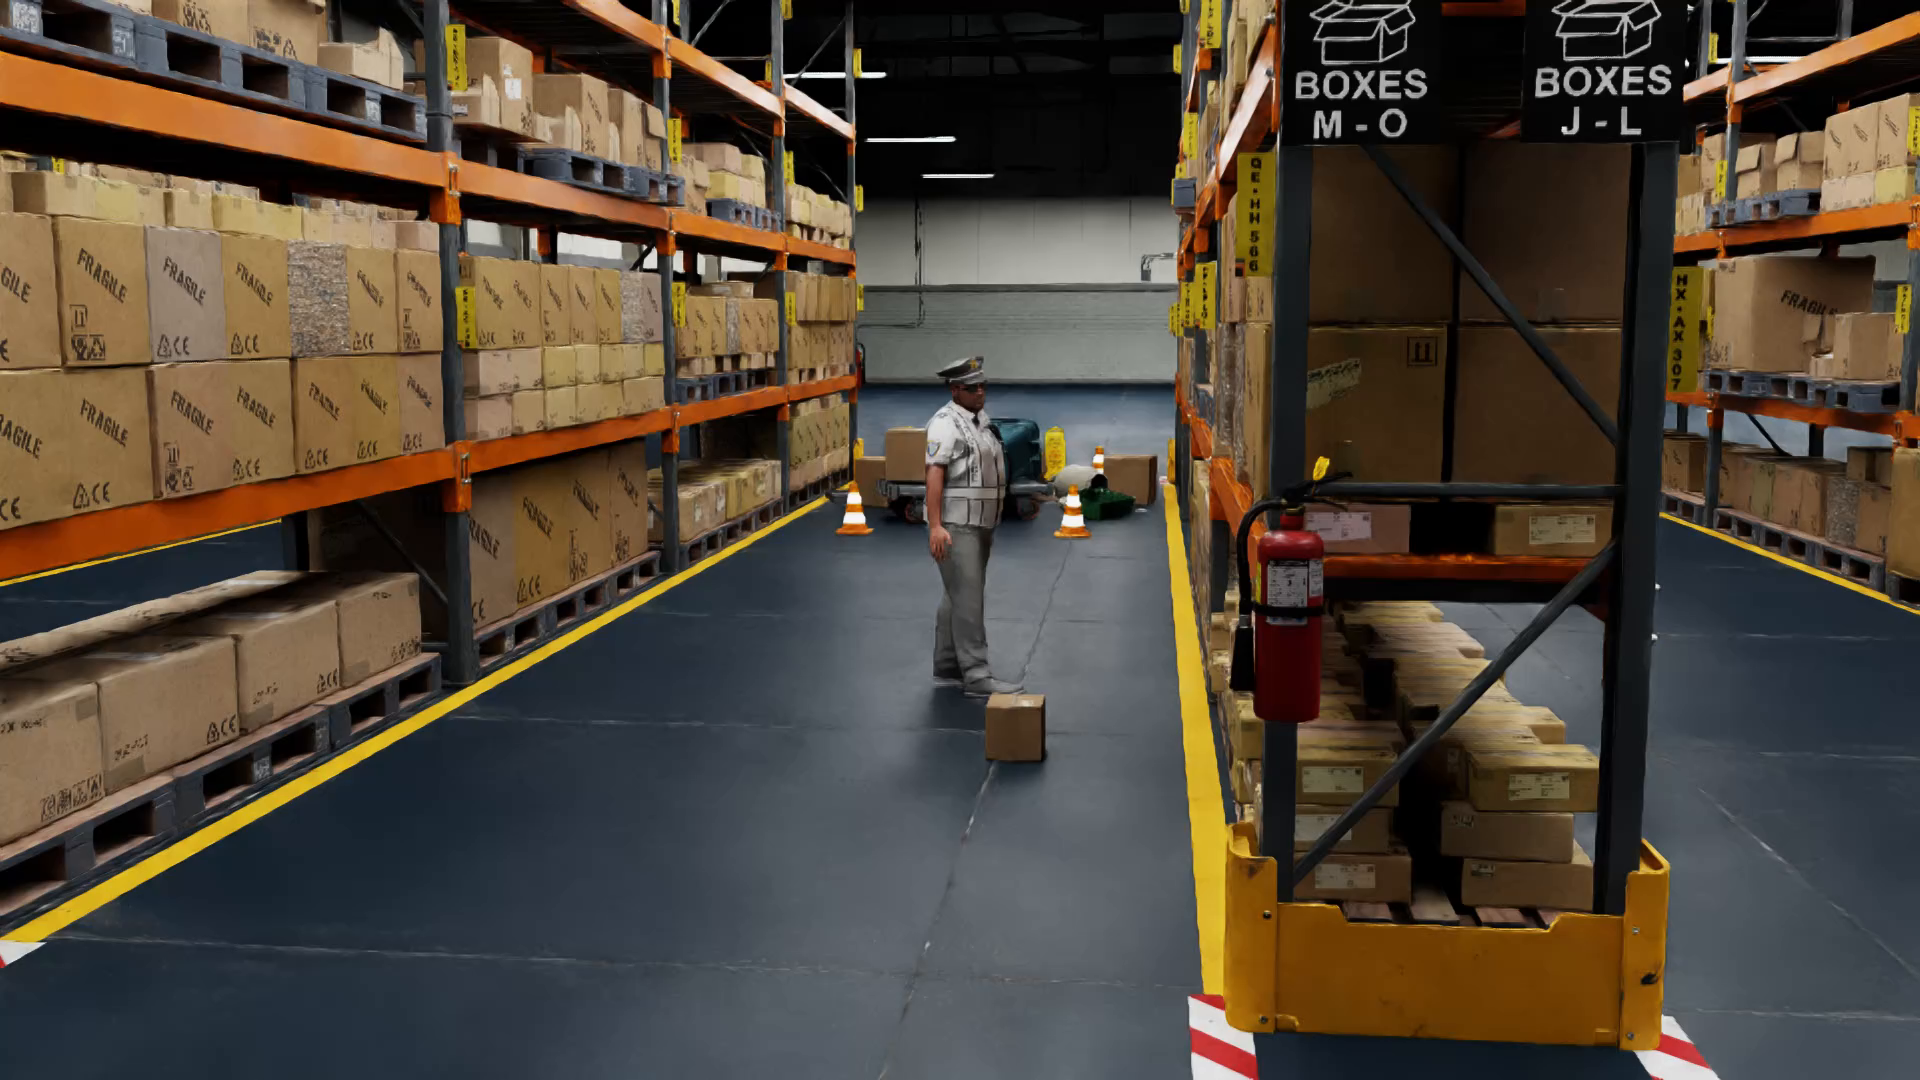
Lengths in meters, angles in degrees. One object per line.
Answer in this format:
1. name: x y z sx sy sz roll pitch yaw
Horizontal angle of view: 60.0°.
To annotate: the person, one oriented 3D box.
1. person: 0.081 -0.062 8.599 0.630 1.742 0.731 3 8 23
